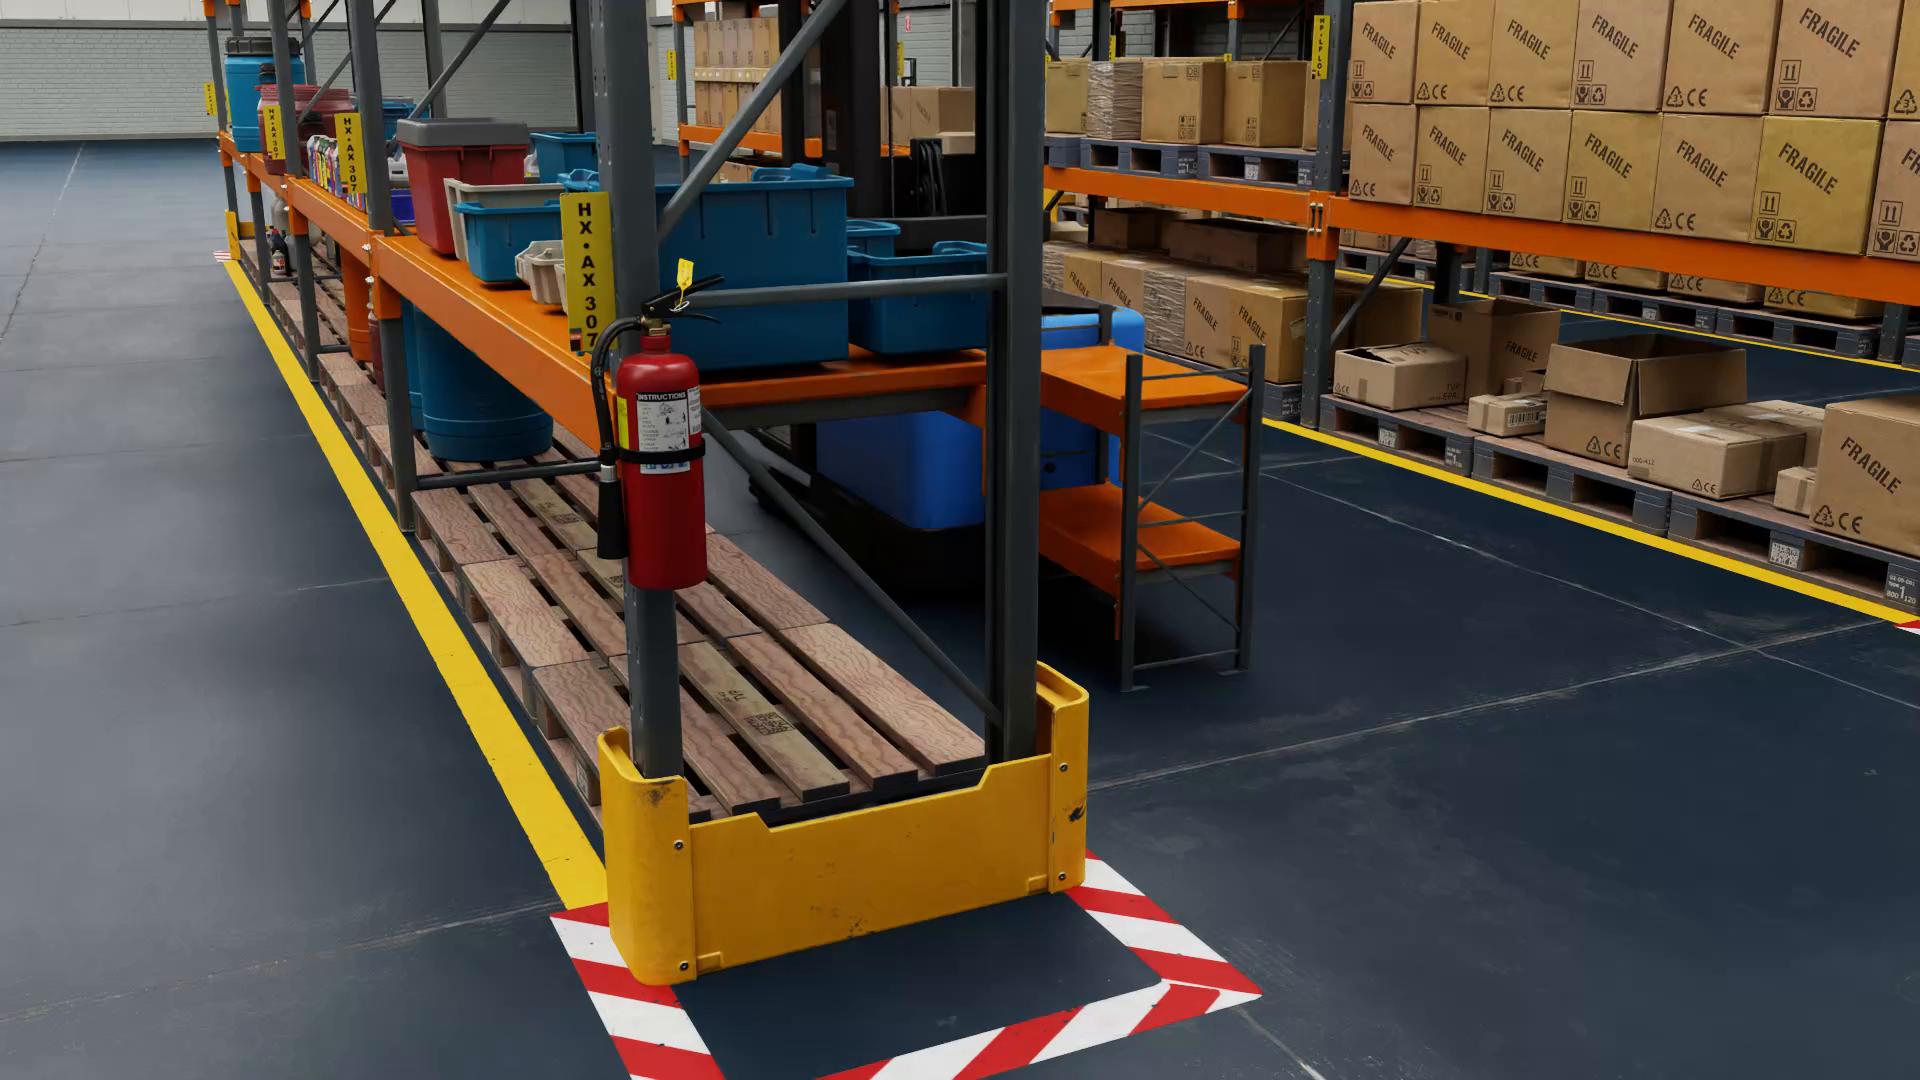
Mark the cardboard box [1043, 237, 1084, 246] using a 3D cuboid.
[{"bbox_3d":[0.610,-1.991,12.486,0.500,0.500,0.500,-7,17,-23],"label":"cardboard box"}]

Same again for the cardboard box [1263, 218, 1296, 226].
[{"bbox_3d":[3.704,-3.550,17.916,0.700,0.500,0.500,-7,17,-23],"label":"cardboard box"}]

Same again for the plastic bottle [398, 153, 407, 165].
[{"bbox_3d":[-2.602,-1.721,7.901,0.144,0.351,0.185,-8,18,-25],"label":"plastic bottle"}]

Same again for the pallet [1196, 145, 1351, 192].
[{"bbox_3d":[2.168,-2.256,10.022,1.003,0.211,1.213,-8,18,-25],"label":"pallet"}]

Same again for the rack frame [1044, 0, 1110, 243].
[{"bbox_3d":[0.667,-3.129,12.716,1.000,3.000,0.127,-8,18,-25],"label":"rack frame"}]

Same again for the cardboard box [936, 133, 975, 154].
[{"bbox_3d":[0.025,-3.198,13.411,0.380,0.149,0.250,-8,18,-25],"label":"cardboard box"}]

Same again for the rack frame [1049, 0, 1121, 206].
[{"bbox_3d":[1.614,-5.712,21.717,1.000,3.000,0.127,-8,18,-25],"label":"rack frame"}]

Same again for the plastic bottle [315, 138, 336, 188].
[{"bbox_3d":[-3.685,-2.210,9.740,0.152,0.276,0.135,-8,18,-25],"label":"plastic bottle"}]

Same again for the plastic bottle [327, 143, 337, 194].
[{"bbox_3d":[-3.457,-2.062,9.230,0.097,0.271,0.097,0,16,0],"label":"plastic bottle"}]

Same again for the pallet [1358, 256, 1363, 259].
[{"bbox_3d":[3.709,-3.187,17.974,1.003,0.211,1.213,-8,18,-25],"label":"pallet"}]

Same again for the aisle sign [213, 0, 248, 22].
[{"bbox_3d":[-7.587,-5.747,17.126,0.394,0.787,0.004,-8,18,-25],"label":"aisle sign"}]

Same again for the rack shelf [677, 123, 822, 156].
[{"bbox_3d":[-1.961,-4.271,17.999,1.077,0.370,4.000,-8,18,-25],"label":"rack shelf"}]

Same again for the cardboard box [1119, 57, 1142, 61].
[{"bbox_3d":[2.218,-5.476,19.771,0.500,0.500,0.500,-7,17,-23],"label":"cardboard box"}]

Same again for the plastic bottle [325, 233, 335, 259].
[{"bbox_3d":[-5.911,-2.804,15.723,0.152,0.276,0.135,-8,18,-25],"label":"plastic bottle"}]

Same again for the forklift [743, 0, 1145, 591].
[{"bbox_3d":[-0.345,-1.576,7.428,1.130,2.935,3.031,-7,18,-24],"label":"forklift"}]

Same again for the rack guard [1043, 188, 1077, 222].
[{"bbox_3d":[1.647,-4.492,21.996,1.175,0.500,0.348,-8,18,-25],"label":"rack guard"}]

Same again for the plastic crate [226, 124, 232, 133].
[{"bbox_3d":[-7.189,-4.127,16.673,0.298,0.136,0.250,-8,18,-25],"label":"plastic crate"}]

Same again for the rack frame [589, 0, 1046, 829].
[{"bbox_3d":[-0.282,-0.547,3.720,1.000,3.000,0.127,-8,18,-25],"label":"rack frame"}]

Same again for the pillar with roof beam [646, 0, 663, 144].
[{"bbox_3d":[-11.686,-13.957,39.574,9.100,9.000,0.400,-8,18,-25],"label":"pillar with roof beam"}]

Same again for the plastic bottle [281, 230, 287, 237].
[{"bbox_3d":[-6.278,-2.735,15.471,0.061,0.283,0.133,-8,18,-25],"label":"plastic bottle"}]

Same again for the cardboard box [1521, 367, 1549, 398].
[{"bbox_3d":[3.253,-0.763,8.549,0.500,0.311,0.500,-8,18,-25],"label":"cardboard box"}]

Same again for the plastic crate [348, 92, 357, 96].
[{"bbox_3d":[-5.052,-3.471,13.791,0.402,0.464,0.583,-8,18,-25],"label":"plastic crate"}]

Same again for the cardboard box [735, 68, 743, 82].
[{"bbox_3d":[-2.186,-4.968,17.766,0.380,0.149,0.250,-7,18,-24],"label":"cardboard box"}]

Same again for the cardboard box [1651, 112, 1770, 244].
[{"bbox_3d":[3.287,-1.524,6.942,0.500,0.500,0.500,-8,18,-24],"label":"cardboard box"}]

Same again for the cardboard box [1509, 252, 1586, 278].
[{"bbox_3d":[5.323,-2.699,14.353,0.750,0.750,0.750,-8,18,-26],"label":"cardboard box"}]

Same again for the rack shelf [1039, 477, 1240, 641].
[{"bbox_3d":[0.547,0.043,5.948,0.538,0.278,1.000,-7,17,-23],"label":"rack shelf"}]

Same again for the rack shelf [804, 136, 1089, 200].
[{"bbox_3d":[-0.209,-3.279,14.543,1.077,0.370,4.000,-8,18,-25],"label":"rack shelf"}]

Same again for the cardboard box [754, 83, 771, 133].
[{"bbox_3d":[-1.738,-4.533,17.427,0.700,0.500,0.500,-7,18,-24],"label":"cardboard box"}]

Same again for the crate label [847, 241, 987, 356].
[{"bbox_3d":[-0.095,-0.597,4.087,0.416,0.233,0.303,-8,18,-25],"label":"crate label"}]

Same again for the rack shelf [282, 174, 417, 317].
[{"bbox_3d":[-2.911,-1.689,9.004,1.077,0.370,4.000,-8,18,-25],"label":"rack shelf"}]

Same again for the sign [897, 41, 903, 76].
[{"bbox_3d":[-0.602,-4.707,16.260,0.100,0.325,0.005,-8,18,-25],"label":"sign"}]

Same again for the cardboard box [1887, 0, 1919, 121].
[{"bbox_3d":[3.730,-1.751,5.920,0.500,0.500,0.500,-8,18,-25],"label":"cardboard box"}]

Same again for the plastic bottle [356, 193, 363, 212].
[{"bbox_3d":[-2.879,-1.754,8.150,0.152,0.276,0.135,-8,18,-25],"label":"plastic bottle"}]

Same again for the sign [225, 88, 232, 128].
[{"bbox_3d":[-6.039,-3.592,13.829,0.100,0.325,0.005,-8,18,-25],"label":"sign"}]

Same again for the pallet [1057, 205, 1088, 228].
[{"bbox_3d":[1.971,-4.147,21.319,1.003,0.211,1.213,-8,18,-25],"label":"pallet"}]

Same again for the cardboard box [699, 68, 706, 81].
[{"bbox_3d":[-2.741,-5.284,18.868,0.380,0.149,0.250,-8,18,-26],"label":"cardboard box"}]

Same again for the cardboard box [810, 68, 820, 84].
[{"bbox_3d":[-1.397,-4.522,16.213,0.380,0.149,0.250,-8,18,-25],"label":"cardboard box"}]

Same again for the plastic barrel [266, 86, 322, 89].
[{"bbox_3d":[-4.806,-3.035,12.144,0.433,0.535,0.433,0,16,0],"label":"plastic barrel"}]

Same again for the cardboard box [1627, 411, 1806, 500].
[{"bbox_3d":[3.323,-0.379,7.321,0.500,0.250,0.500,-8,18,-25],"label":"cardboard box"}]

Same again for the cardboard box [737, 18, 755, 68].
[{"bbox_3d":[-1.945,-5.275,17.661,0.700,0.500,0.500,-8,18,-25],"label":"cardboard box"}]

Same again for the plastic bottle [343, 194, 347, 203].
[{"bbox_3d":[-3.182,-1.900,8.646,0.061,0.283,0.133,-8,18,-25],"label":"plastic bottle"}]

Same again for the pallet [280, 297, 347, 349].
[{"bbox_3d":[-4.622,-1.690,12.756,1.003,0.211,1.213,-8,18,-25],"label":"pallet"}]

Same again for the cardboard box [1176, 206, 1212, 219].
[{"bbox_3d":[2.876,-3.983,19.425,0.500,0.500,0.500,-9,18,-29],"label":"cardboard box"}]

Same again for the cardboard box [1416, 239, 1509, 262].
[{"bbox_3d":[4.756,-2.911,15.689,0.700,0.500,0.500,-7,18,-24],"label":"cardboard box"}]

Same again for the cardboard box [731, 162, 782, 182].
[{"bbox_3d":[-2.148,-3.821,17.992,0.500,0.500,0.500,-8,18,-25],"label":"cardboard box"}]

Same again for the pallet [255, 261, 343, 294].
[{"bbox_3d":[-5.796,-2.354,15.072,1.003,0.211,1.213,-8,18,-25],"label":"pallet"}]

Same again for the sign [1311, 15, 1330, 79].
[{"bbox_3d":[1.922,-2.626,8.863,0.100,0.325,0.005,-8,18,-25],"label":"sign"}]

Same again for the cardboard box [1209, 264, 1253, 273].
[{"bbox_3d":[1.971,-1.552,10.955,0.500,0.500,0.500,-7,18,-24],"label":"cardboard box"}]

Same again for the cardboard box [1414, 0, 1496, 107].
[{"bbox_3d":[2.600,-2.387,8.136,0.500,0.500,0.500,-8,18,-27],"label":"cardboard box"}]

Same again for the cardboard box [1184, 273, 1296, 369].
[{"bbox_3d":[1.737,-1.358,10.280,0.500,0.500,0.500,-8,18,-25],"label":"cardboard box"}]

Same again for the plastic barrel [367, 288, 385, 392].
[{"bbox_3d":[-3.063,-1.175,9.516,0.600,0.588,0.708,-8,18,-25],"label":"plastic barrel"}]

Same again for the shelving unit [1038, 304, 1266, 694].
[{"bbox_3d":[0.547,-0.192,5.881,0.538,1.125,1.048,-7,17,-23],"label":"shelving unit"}]

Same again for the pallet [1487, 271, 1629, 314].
[{"bbox_3d":[5.396,-2.183,14.476,1.003,0.211,1.213,-8,18,-25],"label":"pallet"}]

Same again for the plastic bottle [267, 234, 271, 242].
[{"bbox_3d":[-6.274,-2.637,15.127,0.061,0.283,0.133,-6,17,-21],"label":"plastic bottle"}]

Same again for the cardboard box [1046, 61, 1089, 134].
[{"bbox_3d":[1.045,-3.236,12.147,0.500,0.500,0.700,15,22,42],"label":"cardboard box"}]
